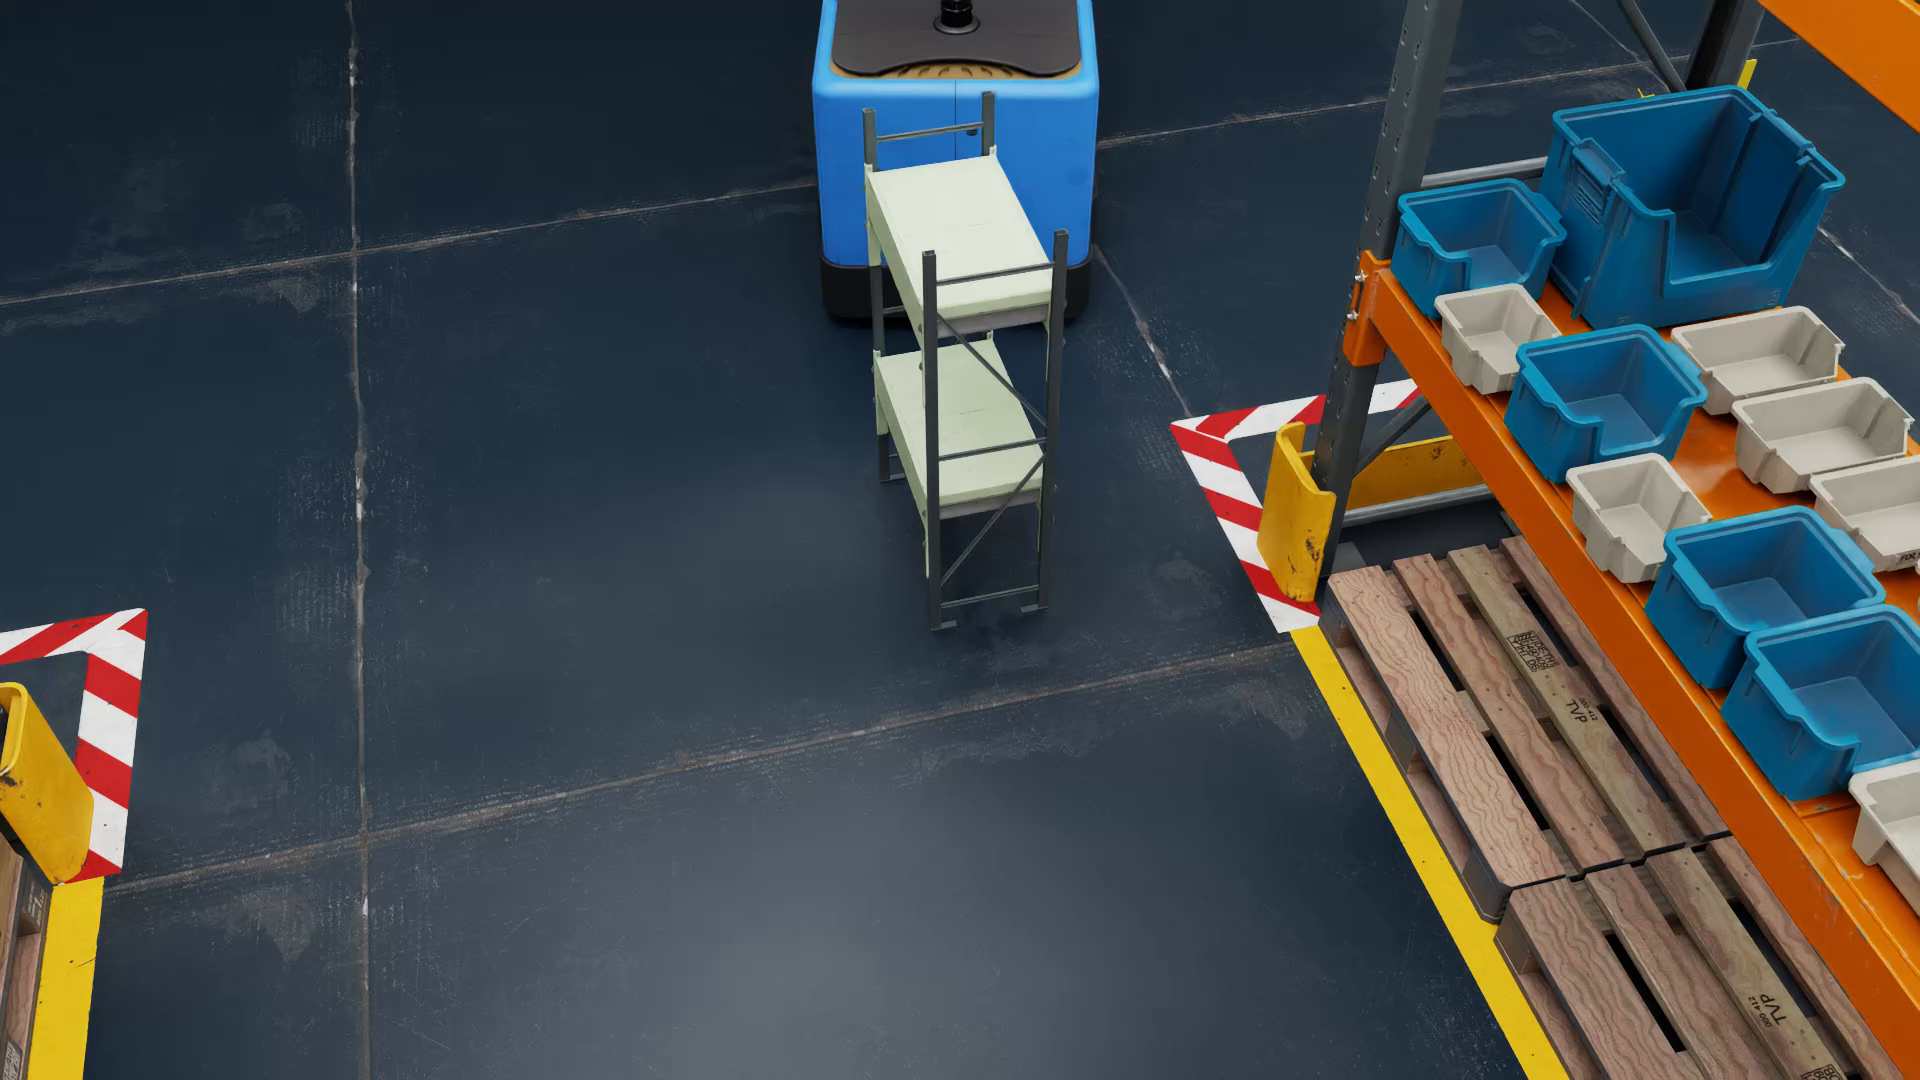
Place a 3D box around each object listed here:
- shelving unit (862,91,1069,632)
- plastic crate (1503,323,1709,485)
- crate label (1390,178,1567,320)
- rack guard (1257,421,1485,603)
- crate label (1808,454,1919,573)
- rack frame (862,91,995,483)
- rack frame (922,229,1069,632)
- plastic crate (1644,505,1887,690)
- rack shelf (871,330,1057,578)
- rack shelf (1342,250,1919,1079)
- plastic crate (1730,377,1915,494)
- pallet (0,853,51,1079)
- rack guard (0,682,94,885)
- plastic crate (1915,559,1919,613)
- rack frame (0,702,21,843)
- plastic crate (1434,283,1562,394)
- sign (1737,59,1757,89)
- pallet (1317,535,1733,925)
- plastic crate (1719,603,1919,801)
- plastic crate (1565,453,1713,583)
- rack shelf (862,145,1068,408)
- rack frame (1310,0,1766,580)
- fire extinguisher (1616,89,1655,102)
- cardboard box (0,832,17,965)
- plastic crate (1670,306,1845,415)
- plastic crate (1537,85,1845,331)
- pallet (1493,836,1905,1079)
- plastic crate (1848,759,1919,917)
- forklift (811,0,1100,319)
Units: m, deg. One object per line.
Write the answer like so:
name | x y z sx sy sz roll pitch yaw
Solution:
shelving unit | 0.002 -0.520 5.210 0.431 1.500 0.755 -11 47 -10
plastic crate | 1.550 -0.319 4.038 0.416 0.233 0.300 -11 47 -10
crate label | 1.381 -0.773 4.483 0.416 0.233 0.303 -11 47 -10
rack guard | 1.618 -0.181 5.577 1.175 0.500 0.348 -11 47 -10
crate label | 2.175 -0.050 3.841 0.396 0.136 0.243 -11 47 -10
rack frame | -0.092 -0.773 5.457 0.400 1.500 0.023 -11 47 -10
rack frame | 0.095 -0.268 4.962 0.400 1.500 0.023 -11 47 -10
plastic crate | 1.718 0.136 3.592 0.416 0.233 0.300 -11 47 -10
rack shelf | 0.002 -0.292 5.443 0.431 0.370 0.720 -11 47 -10
rack shelf | 2.148 0.591 3.574 1.077 0.370 4.000 -11 47 -10
plastic crate | 2.080 -0.238 4.025 0.396 0.136 0.243 -11 47 -10
pallet | -2.929 1.440 4.191 1.003 0.211 1.213 -11 47 -10
rack guard | -3.134 0.789 4.627 1.175 0.500 0.348 -11 47 -10
plastic crate | 2.269 0.151 3.644 0.298 0.136 0.250 -11 47 -10
rack frame | -3.153 -0.139 3.786 1.000 3.000 0.127 -11 47 -10
plastic crate | 1.383 -0.503 4.285 0.250 0.136 0.298 -11 47 -10
sign | 2.164 -1.211 4.722 0.100 0.325 0.005 -11 47 -10
pallet | 1.810 0.511 5.102 1.003 0.211 1.213 -11 47 -10
plastic crate | 1.795 0.343 3.389 0.416 0.233 0.300 -11 47 -10
plastic crate | 1.557 -0.035 3.827 0.250 0.136 0.298 -11 47 -10
rack shelf | 0.002 -0.793 4.931 0.431 0.370 0.720 -11 47 -10
rack frame | 1.636 -1.042 4.671 1.000 3.000 0.127 -11 47 -10
fire extinguisher | 2.037 -1.071 5.015 0.296 0.674 0.183 -11 47 -10
cardboard box | -2.776 0.913 4.197 0.500 0.500 0.500 -11 47 -10
plastic crate | 2.020 -0.440 4.224 0.396 0.136 0.243 -11 47 -10
plastic crate | 1.903 -0.878 4.443 0.616 0.435 0.499 -11 47 -10
pallet | 2.119 1.351 4.278 1.003 0.211 1.213 -11 47 -10
plastic crate | 1.924 0.644 3.161 0.293 0.136 0.466 -11 47 -10
forklift | -0.003 -2.922 6.562 1.130 2.935 3.031 0 46 0
